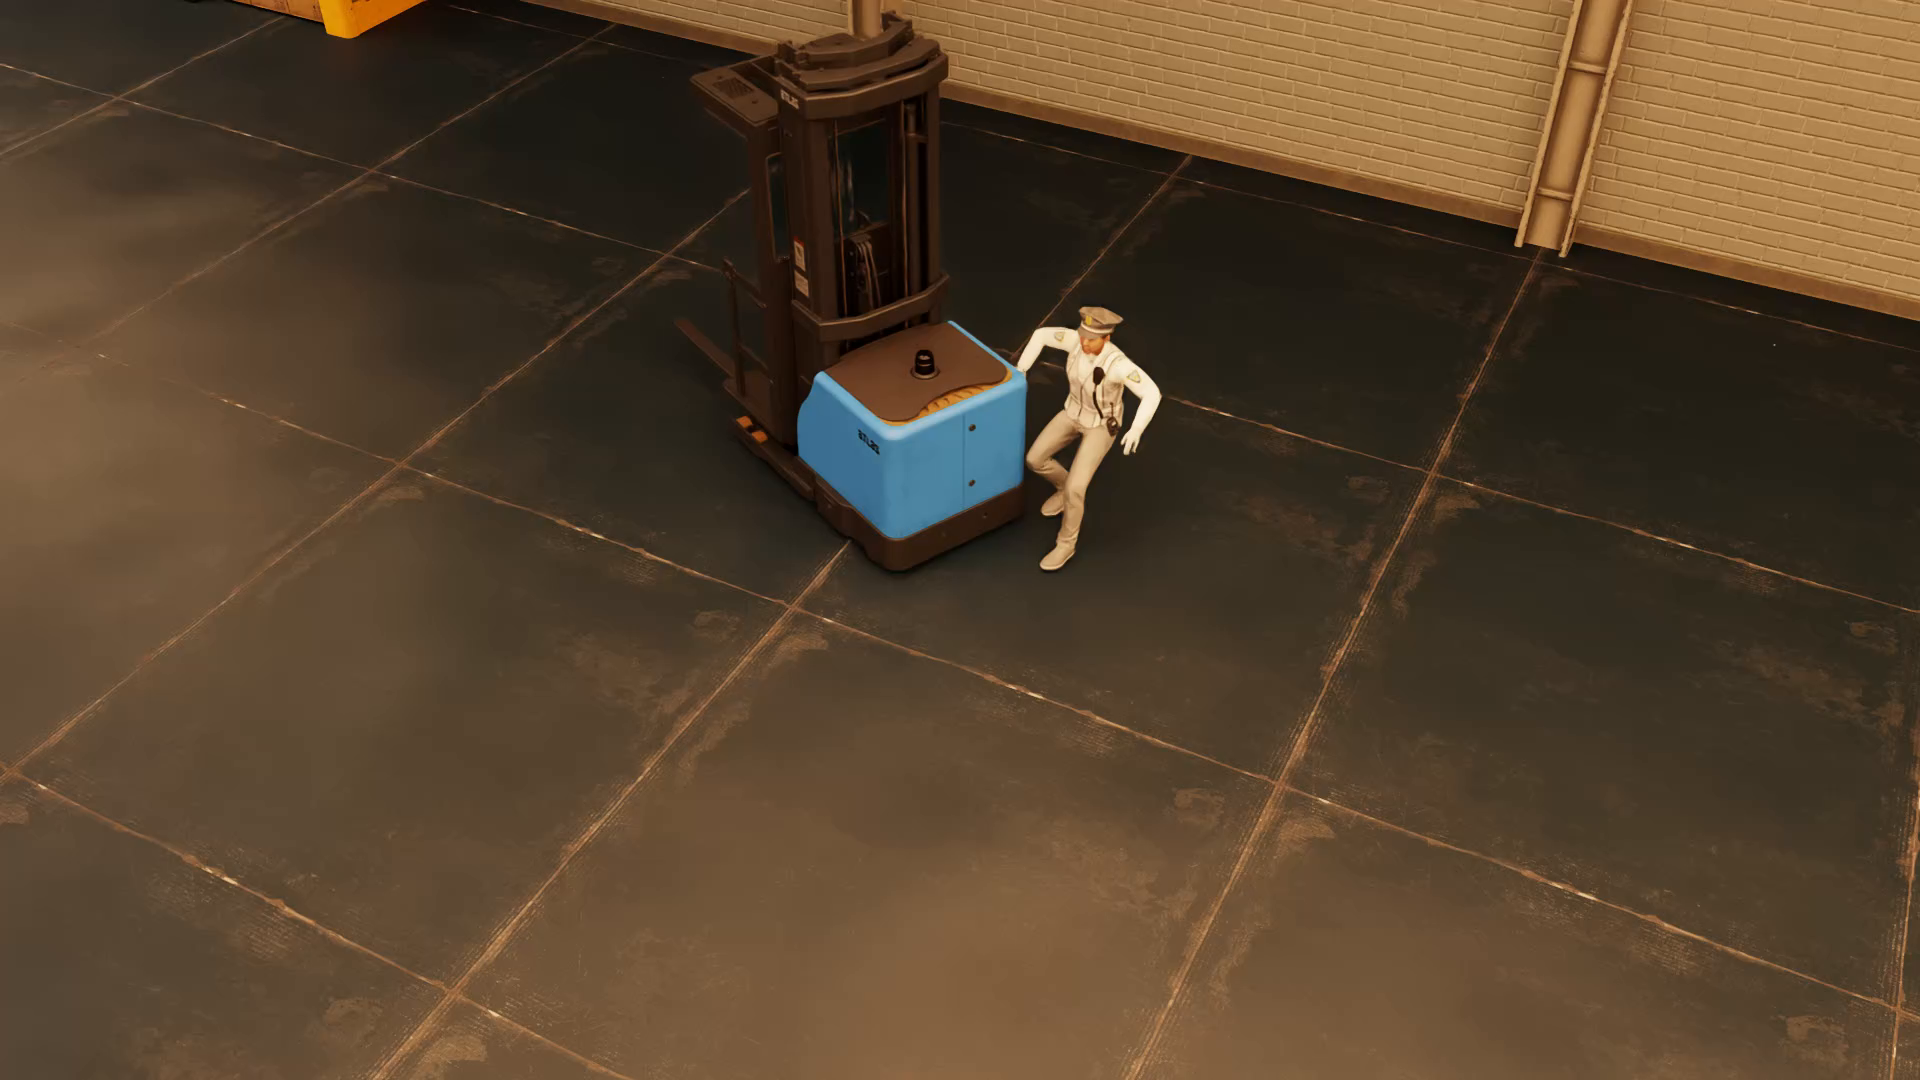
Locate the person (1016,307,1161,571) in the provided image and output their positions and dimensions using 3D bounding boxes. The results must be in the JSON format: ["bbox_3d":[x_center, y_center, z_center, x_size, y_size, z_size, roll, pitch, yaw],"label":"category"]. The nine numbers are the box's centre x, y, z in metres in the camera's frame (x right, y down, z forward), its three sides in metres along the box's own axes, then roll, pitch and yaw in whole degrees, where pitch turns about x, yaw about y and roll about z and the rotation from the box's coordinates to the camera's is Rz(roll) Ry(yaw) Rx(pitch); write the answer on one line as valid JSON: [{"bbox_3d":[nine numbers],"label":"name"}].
[{"bbox_3d":[0.657,-0.635,9.825,0.766,1.523,0.990,-31,49,-32],"label":"person"}]

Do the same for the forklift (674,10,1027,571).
[{"bbox_3d":[-0.863,-1.841,10.172,1.130,2.935,3.031,-25,46,-27],"label":"forklift"}]
